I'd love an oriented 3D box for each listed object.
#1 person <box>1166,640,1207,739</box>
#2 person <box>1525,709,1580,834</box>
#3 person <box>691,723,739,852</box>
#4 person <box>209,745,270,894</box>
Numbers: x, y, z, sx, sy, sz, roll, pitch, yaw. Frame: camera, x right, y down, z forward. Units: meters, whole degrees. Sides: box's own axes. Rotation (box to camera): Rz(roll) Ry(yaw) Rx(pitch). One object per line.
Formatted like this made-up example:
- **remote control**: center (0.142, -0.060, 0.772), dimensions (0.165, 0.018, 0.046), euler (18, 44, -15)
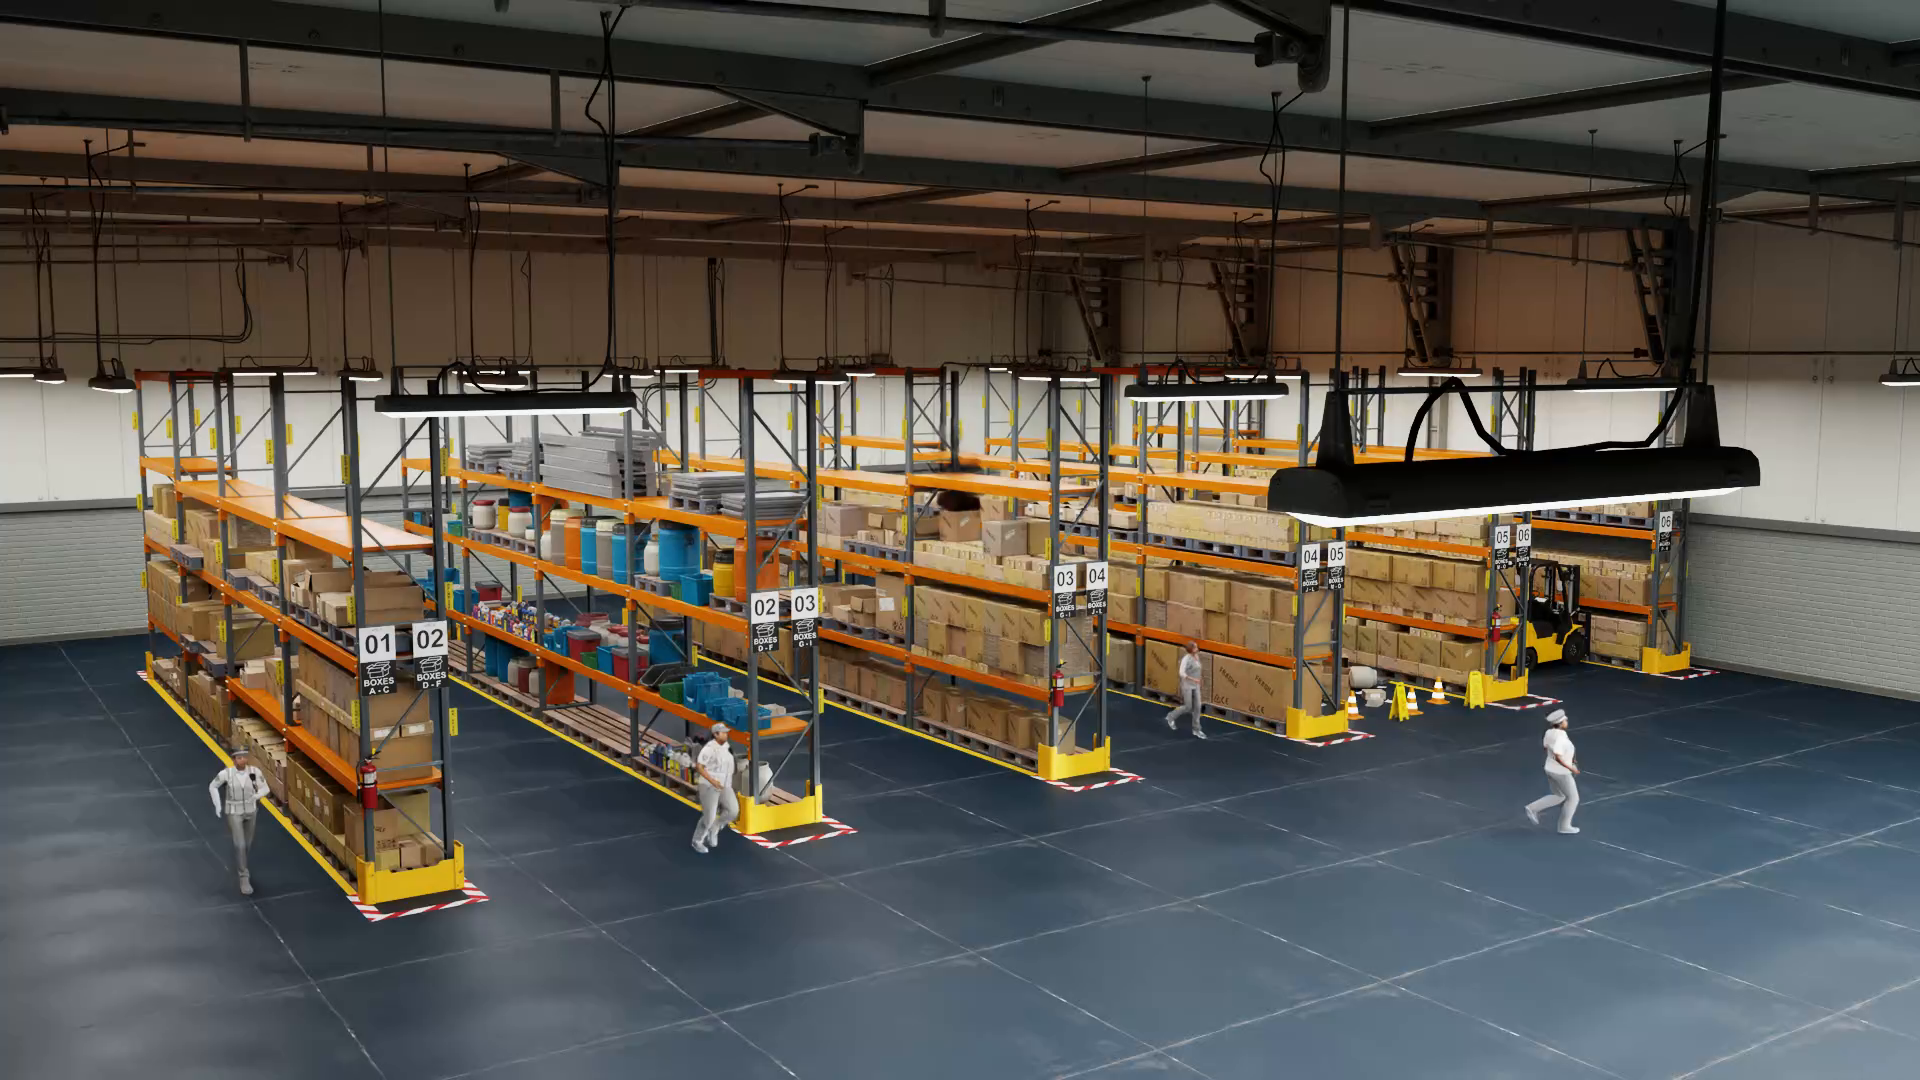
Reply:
- **person**: center (3.777, 2.455, 27.509), dimensions (0.744, 1.592, 0.567), euler (6, 9, 41)
- **person**: center (7.847, 3.043, 21.866), dimensions (0.681, 1.654, 0.580), euler (0, 6, -4)
- **person**: center (-3.075, 3.141, 21.242), dimensions (0.557, 1.611, 0.665), euler (5, 8, 36)
- **person**: center (-8.501, 3.254, 19.708), dimensions (0.614, 1.702, 0.832), euler (-5, 8, -39)
